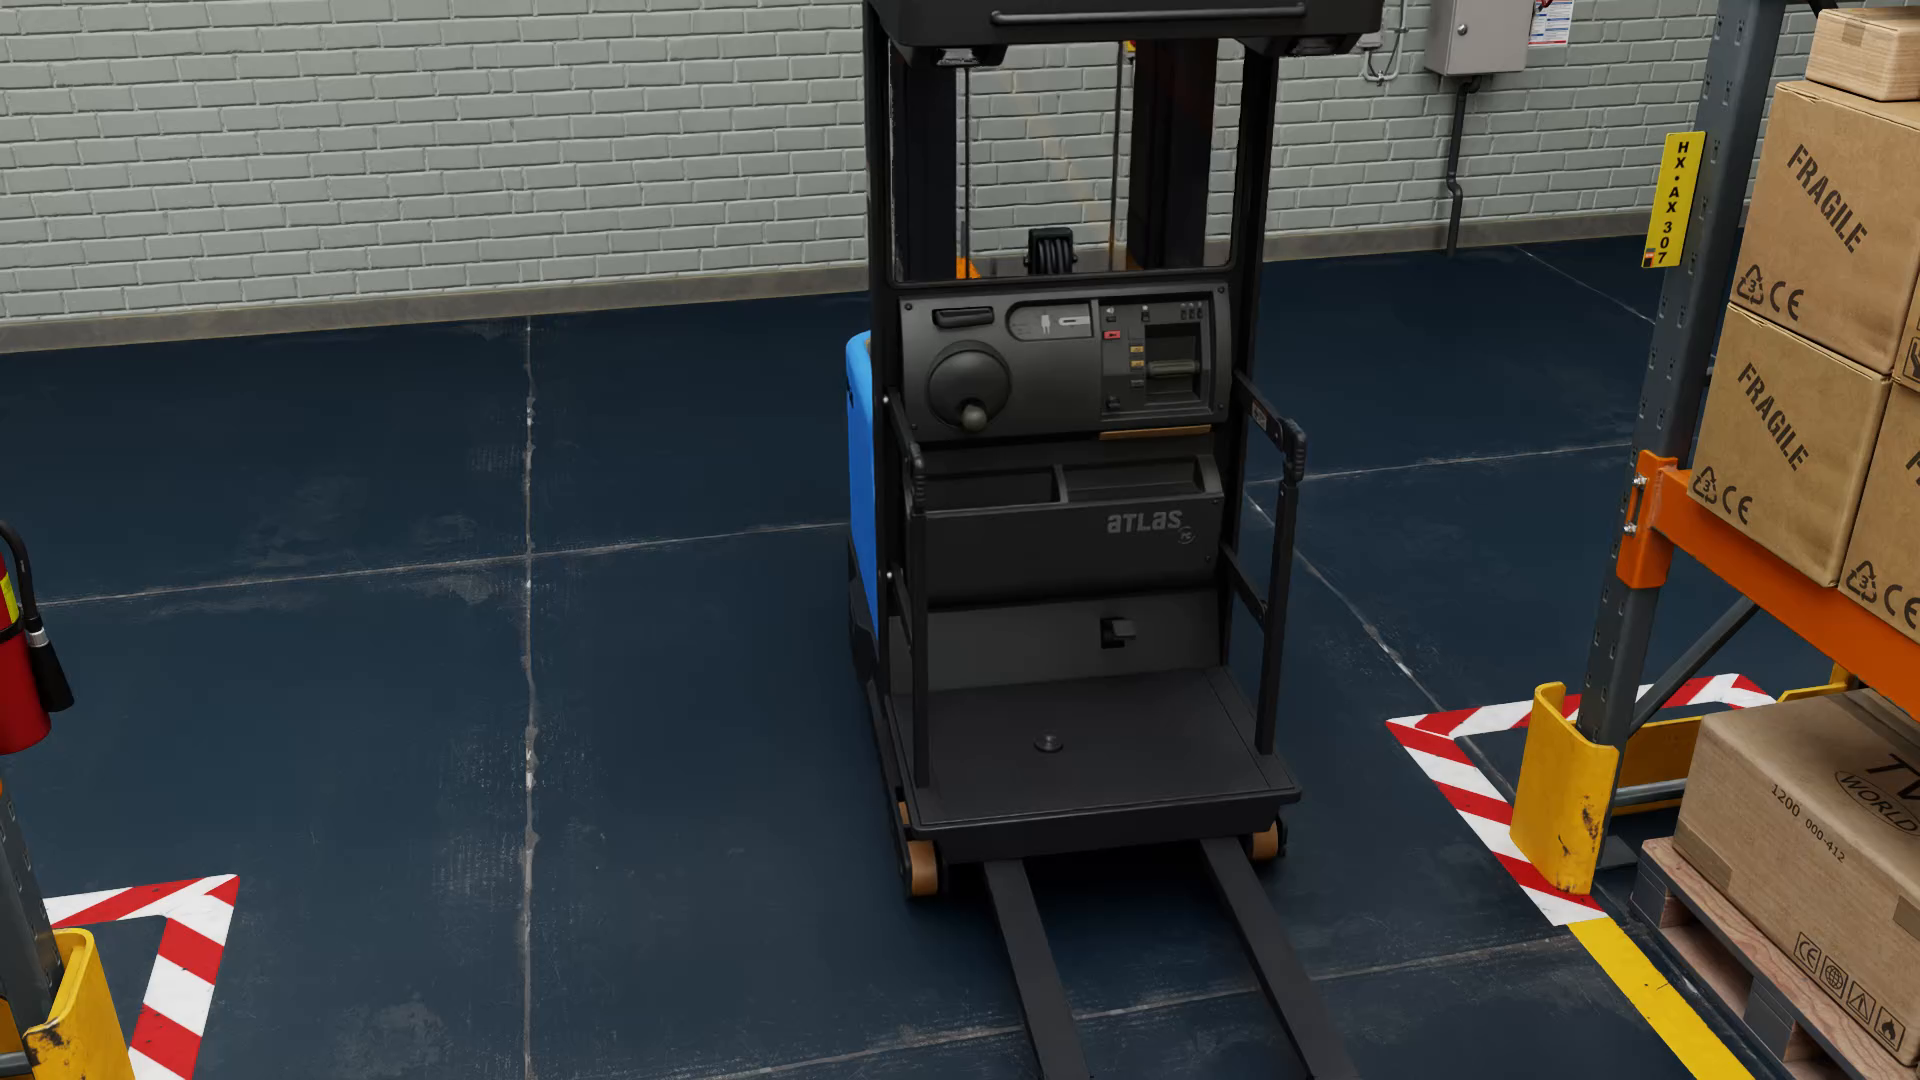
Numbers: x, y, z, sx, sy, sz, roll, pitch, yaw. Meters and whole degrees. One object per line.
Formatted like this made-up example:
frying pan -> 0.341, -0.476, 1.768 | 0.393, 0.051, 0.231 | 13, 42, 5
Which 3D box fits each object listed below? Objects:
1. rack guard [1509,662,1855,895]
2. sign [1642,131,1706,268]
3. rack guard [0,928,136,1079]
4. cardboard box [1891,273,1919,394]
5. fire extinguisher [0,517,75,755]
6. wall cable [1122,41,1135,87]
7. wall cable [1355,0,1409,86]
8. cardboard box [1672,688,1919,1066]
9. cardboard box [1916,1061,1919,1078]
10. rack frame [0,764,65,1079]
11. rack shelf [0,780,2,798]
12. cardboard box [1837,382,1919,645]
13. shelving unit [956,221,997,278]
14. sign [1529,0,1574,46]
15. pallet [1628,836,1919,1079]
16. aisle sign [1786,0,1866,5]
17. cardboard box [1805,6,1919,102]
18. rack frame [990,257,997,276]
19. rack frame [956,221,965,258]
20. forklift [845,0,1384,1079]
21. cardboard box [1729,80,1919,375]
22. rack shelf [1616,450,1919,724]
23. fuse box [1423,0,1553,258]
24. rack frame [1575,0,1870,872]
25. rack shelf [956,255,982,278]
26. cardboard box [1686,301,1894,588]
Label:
rack guard -> 2.244, 0.661, 4.885 | 1.175, 0.500, 0.348 | -6, 27, -12
sign -> 1.707, -0.812, 3.982 | 0.100, 0.325, 0.005 | -6, 27, -12
rack guard -> -2.533, 1.252, 3.714 | 1.175, 0.500, 0.348 | -6, 27, -12
cardboard box -> 2.203, -0.469, 3.130 | 0.500, 0.500, 0.500 | -7, 28, -13
fire extinguisher -> -2.158, 0.147, 3.630 | 0.296, 0.674, 0.183 | -6, 27, -12
wall cable -> 0.956, -3.385, 8.965 | 0.585, 1.953, 0.123 | -6, 27, -12
wall cable -> 2.335, -3.520, 9.267 | 0.588, 1.984, 0.122 | -6, 27, -12
cardboard box -> 2.496, 0.792, 4.230 | 0.875, 0.438, 0.875 | -7, 28, -13
cardboard box -> 2.710, 1.193, 3.435 | 0.875, 0.438, 0.875 | -5, 27, -10
rack frame -> -2.554, 0.103, 3.216 | 0.949, 2.616, 0.053 | -6, 27, -12
rack shelf -> -2.100, 1.302, 1.640 | 1.077, 0.370, 4.000 | -6, 27, -12
cardboard box -> 2.219, -0.030, 3.369 | 0.500, 0.500, 0.500 | -6, 27, -12
shelving unit -> -0.037, -0.608, 6.624 | 0.258, 1.200, 0.503 | -6, 27, -12
sign -> 3.470, -3.165, 9.797 | 0.329, 0.494, 0.001 | -6, 27, -12
pallet -> 2.506, 1.144, 4.250 | 1.003, 0.211, 1.213 | -6, 27, -12
aisle sign -> 1.951, -1.607, 3.719 | 0.394, 0.787, 0.004 | -6, 27, -12
cardboard box -> 2.060, -1.041, 3.542 | 0.380, 0.149, 0.250 | -5, 27, -11
rack frame -> 0.018, -0.501, 6.411 | 0.240, 1.200, 0.015 | -6, 27, -12
rack frame -> -0.092, -0.715, 6.836 | 0.240, 1.200, 0.015 | -6, 27, -12
forklift -> 0.336, -0.467, 4.423 | 1.130, 2.935, 3.031 | -4, 27, -8
cardboard box -> 2.080, -0.695, 3.578 | 0.500, 0.500, 0.500 | -7, 28, -13
rack shelf -> 2.700, 0.755, 2.723 | 1.077, 0.370, 4.000 | -6, 27, -12
fuse box -> 3.036, -2.491, 9.787 | 0.539, 1.711, 0.414 | -6, 27, -12
rack frame -> 2.250, -0.444, 4.301 | 1.000, 3.000, 0.127 | -6, 27, -12
rack shelf -> -0.037, -0.959, 6.447 | 0.258, 0.148, 0.480 | -6, 27, -12
cardboard box -> 2.078, -0.249, 3.803 | 0.500, 0.500, 0.500 | -6, 27, -12
